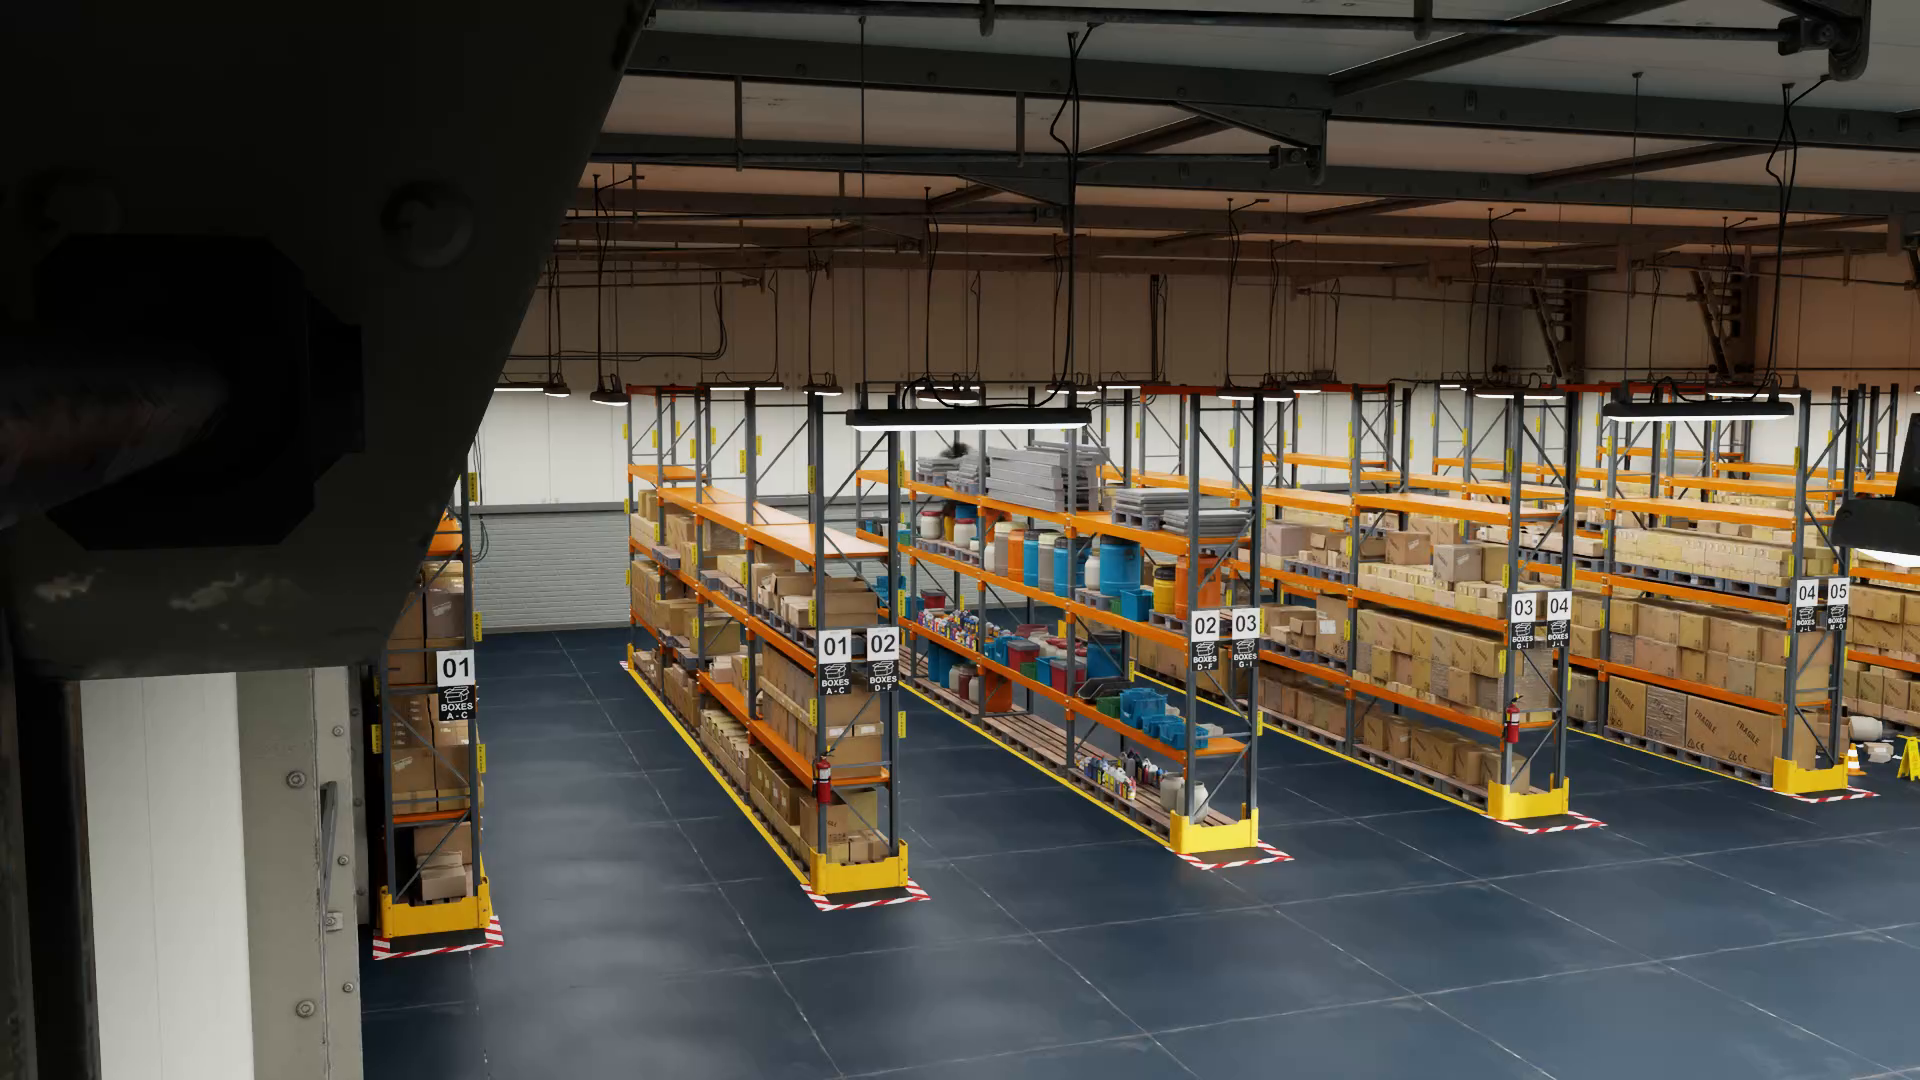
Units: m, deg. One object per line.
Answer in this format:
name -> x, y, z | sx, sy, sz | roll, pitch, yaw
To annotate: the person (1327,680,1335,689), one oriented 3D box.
person -> 7.494, 2.214, 32.281 | 0.712, 1.594, 1.132 | -2, 6, -15
